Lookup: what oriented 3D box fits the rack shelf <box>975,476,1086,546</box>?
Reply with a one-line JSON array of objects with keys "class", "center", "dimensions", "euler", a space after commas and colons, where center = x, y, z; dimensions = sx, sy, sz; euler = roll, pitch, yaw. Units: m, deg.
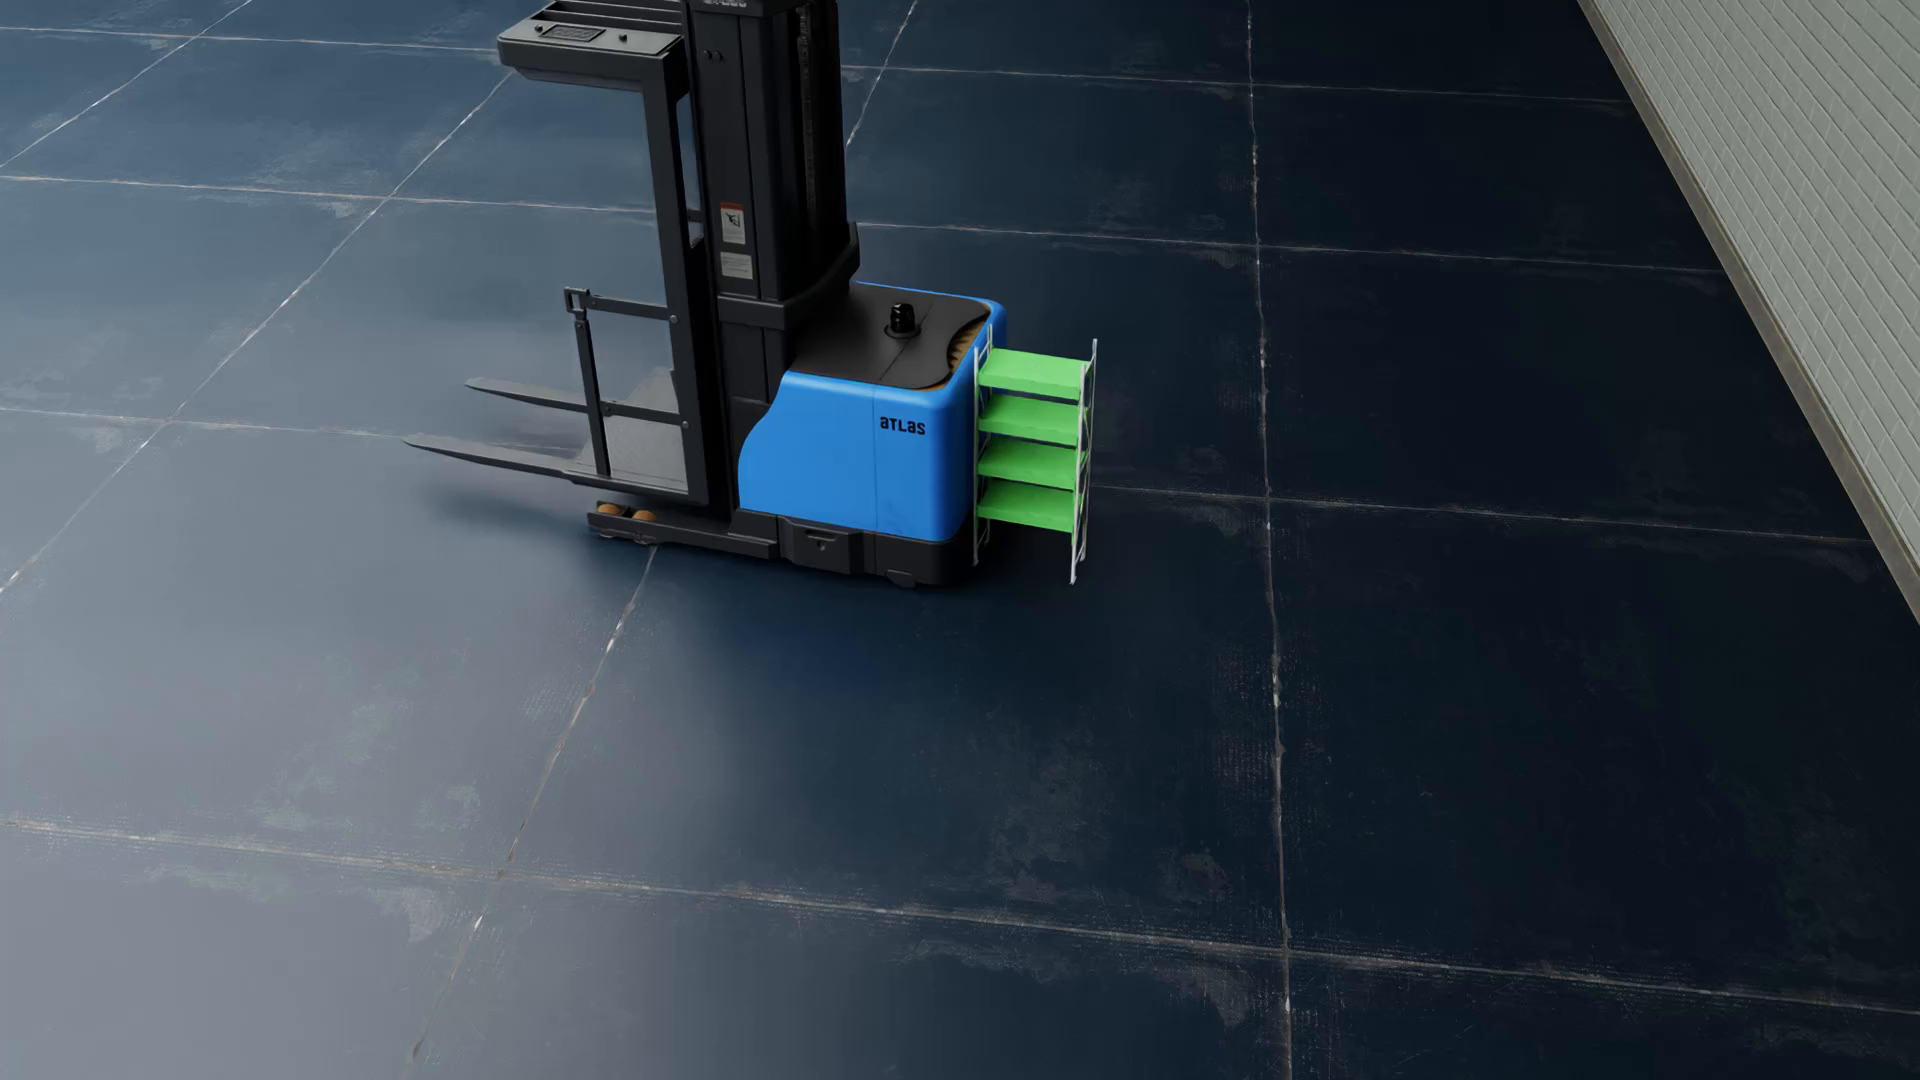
[{"class": "rack shelf", "center": [0.338, -0.139, 7.935], "dimensions": [0.480, 0.148, 0.258], "euler": [10, 37, 14]}]

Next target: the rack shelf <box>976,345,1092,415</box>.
[{"class": "rack shelf", "center": [0.338, -0.725, 7.517], "dimensions": [0.480, 0.148, 0.258], "euler": [10, 37, 14]}]

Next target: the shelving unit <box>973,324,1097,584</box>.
[{"class": "shelving unit", "center": [0.338, -0.386, 7.758], "dimensions": [0.503, 1.200, 0.258], "euler": [10, 37, 14]}]

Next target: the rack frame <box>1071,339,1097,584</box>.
[{"class": "rack frame", "center": [0.572, -0.345, 7.701], "dimensions": [0.015, 1.200, 0.240], "euler": [10, 37, 14]}]

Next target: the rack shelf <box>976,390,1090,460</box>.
[{"class": "rack shelf", "center": [0.338, -0.530, 7.656], "dimensions": [0.480, 0.148, 0.258], "euler": [10, 37, 14]}]

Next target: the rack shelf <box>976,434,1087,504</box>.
[{"class": "rack shelf", "center": [0.338, -0.334, 7.795], "dimensions": [0.480, 0.148, 0.258], "euler": [10, 37, 14]}]

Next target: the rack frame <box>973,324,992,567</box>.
[{"class": "rack frame", "center": [0.105, -0.427, 7.816], "dimensions": [0.015, 1.200, 0.240], "euler": [10, 37, 14]}]

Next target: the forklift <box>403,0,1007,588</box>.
[{"class": "forklift", "center": [-1.333, -1.453, 7.762], "dimensions": [3.031, 2.935, 1.130], "euler": [10, 37, 14]}]
